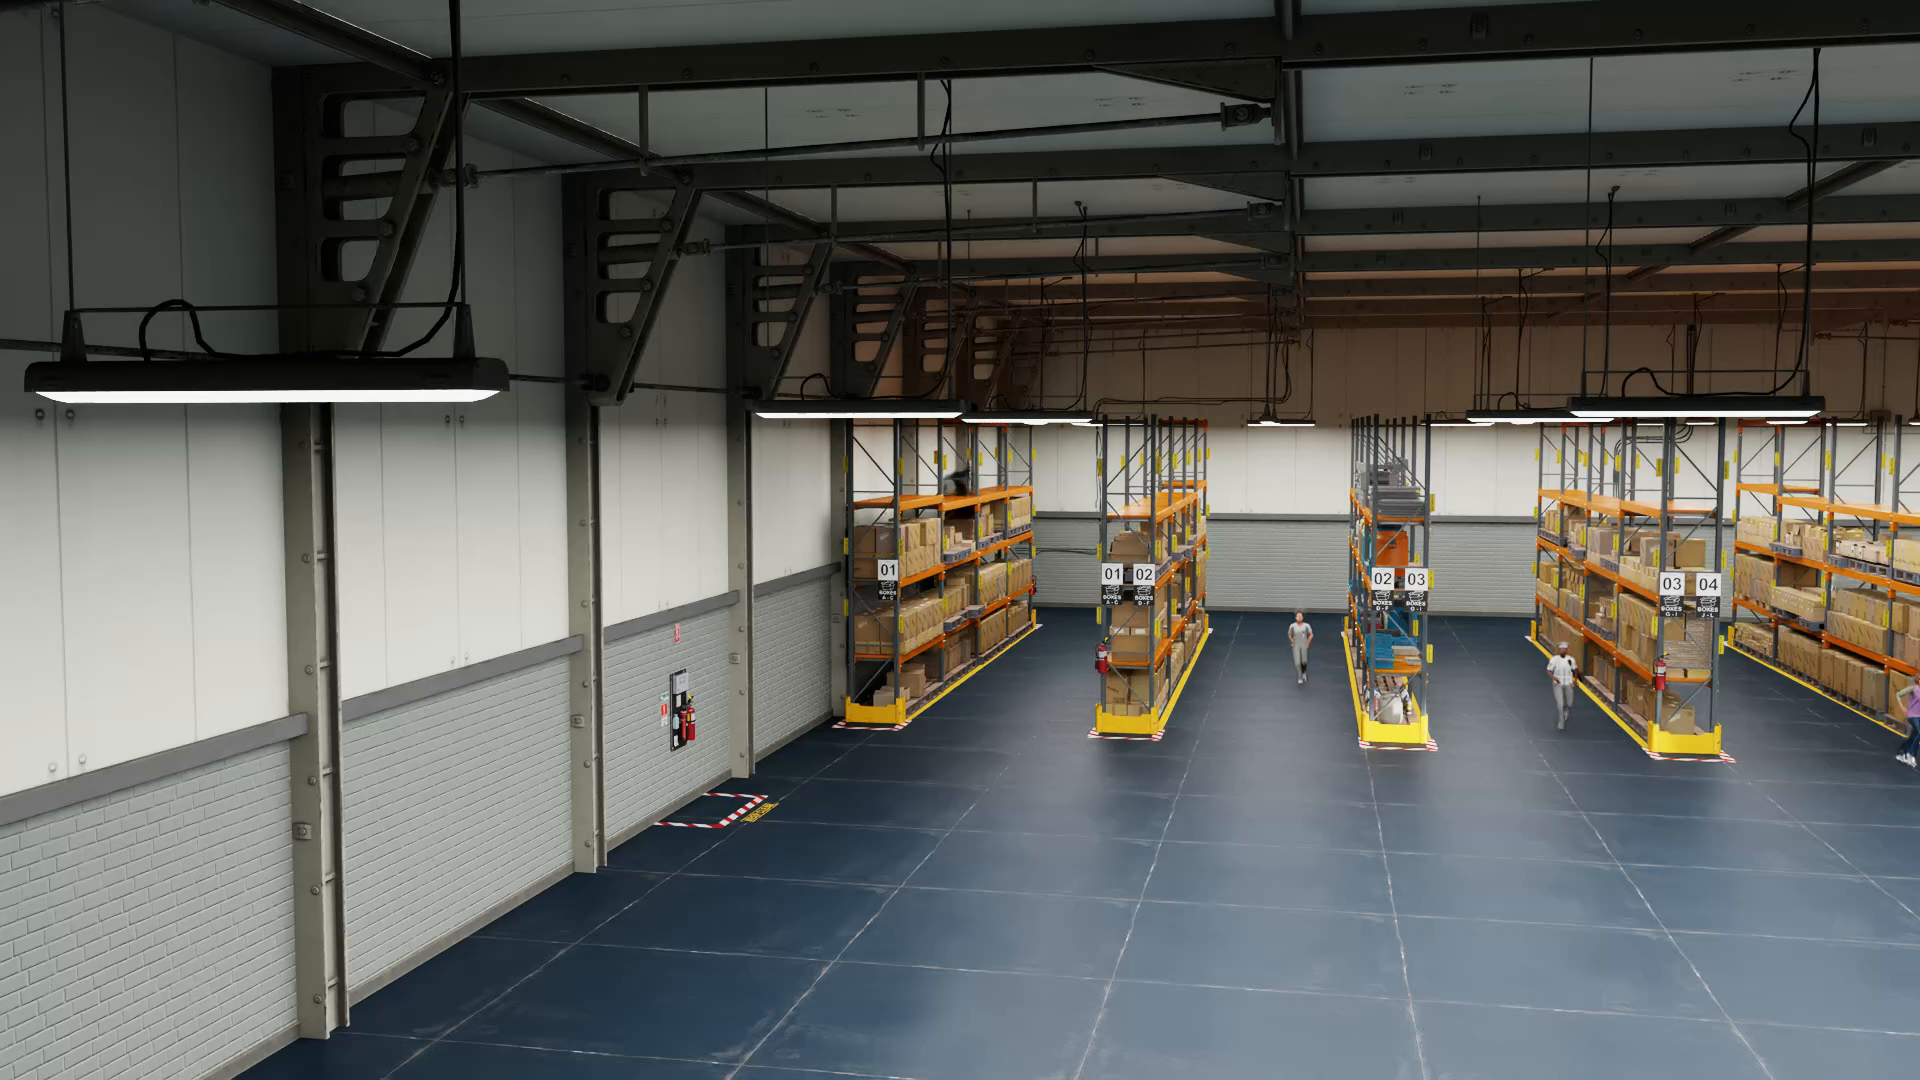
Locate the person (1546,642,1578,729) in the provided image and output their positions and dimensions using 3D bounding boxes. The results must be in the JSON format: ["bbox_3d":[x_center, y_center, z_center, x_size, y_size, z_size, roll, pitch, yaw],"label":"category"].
[{"bbox_3d":[11.578,2.778,31.932,0.607,1.668,0.550,1,4,8],"label":"person"}]

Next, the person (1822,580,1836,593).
[{"bbox_3d":[23.347,1.866,44.771,0.786,1.852,0.645,1,4,15],"label":"person"}]

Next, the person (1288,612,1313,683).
[{"bbox_3d":[7.622,2.418,37.283,0.539,1.626,0.531,1,4,14],"label":"person"}]

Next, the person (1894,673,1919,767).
[{"bbox_3d":[16.299,3.055,28.342,0.526,1.590,0.625,-1,4,-20],"label":"person"}]
